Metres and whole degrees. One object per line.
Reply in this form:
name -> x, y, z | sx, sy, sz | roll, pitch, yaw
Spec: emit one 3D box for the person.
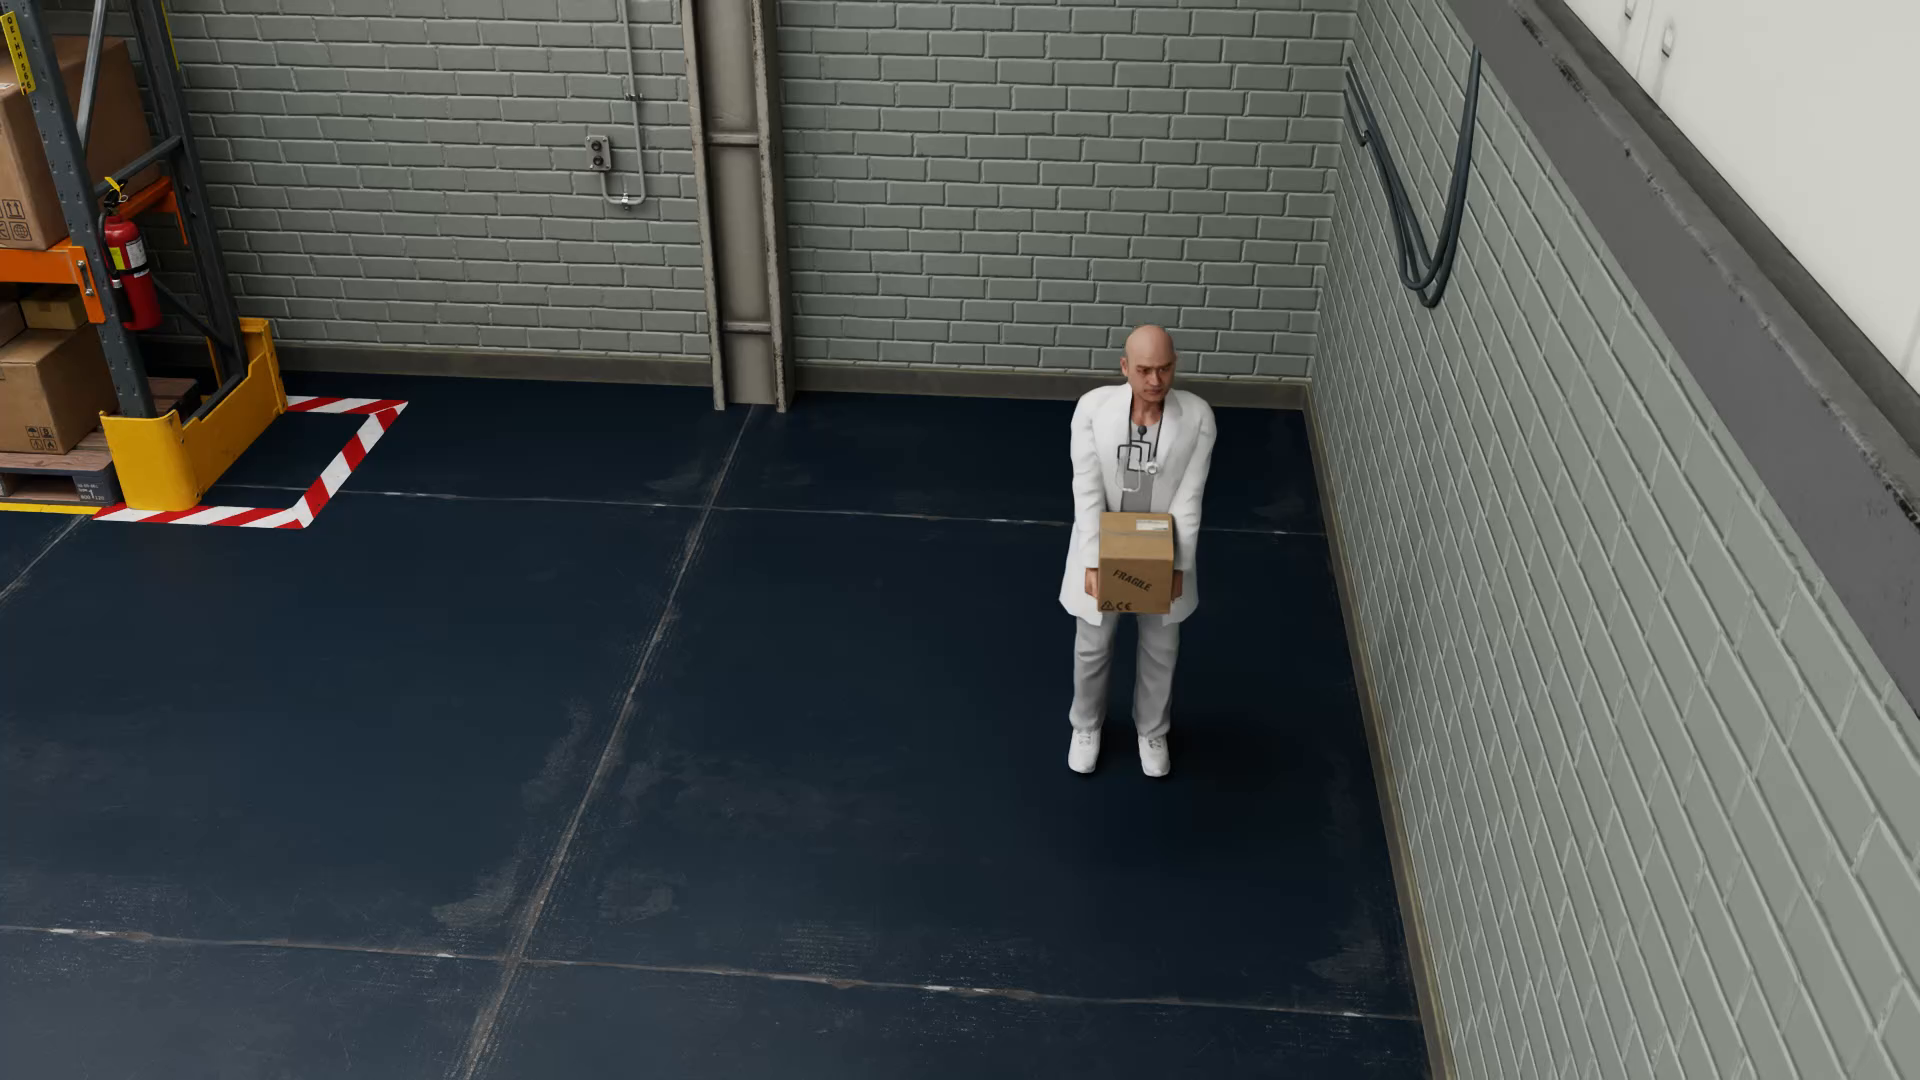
person -> 0.624, 0.103, 5.985 | 0.528, 1.780, 0.560 | 2, 32, 3
